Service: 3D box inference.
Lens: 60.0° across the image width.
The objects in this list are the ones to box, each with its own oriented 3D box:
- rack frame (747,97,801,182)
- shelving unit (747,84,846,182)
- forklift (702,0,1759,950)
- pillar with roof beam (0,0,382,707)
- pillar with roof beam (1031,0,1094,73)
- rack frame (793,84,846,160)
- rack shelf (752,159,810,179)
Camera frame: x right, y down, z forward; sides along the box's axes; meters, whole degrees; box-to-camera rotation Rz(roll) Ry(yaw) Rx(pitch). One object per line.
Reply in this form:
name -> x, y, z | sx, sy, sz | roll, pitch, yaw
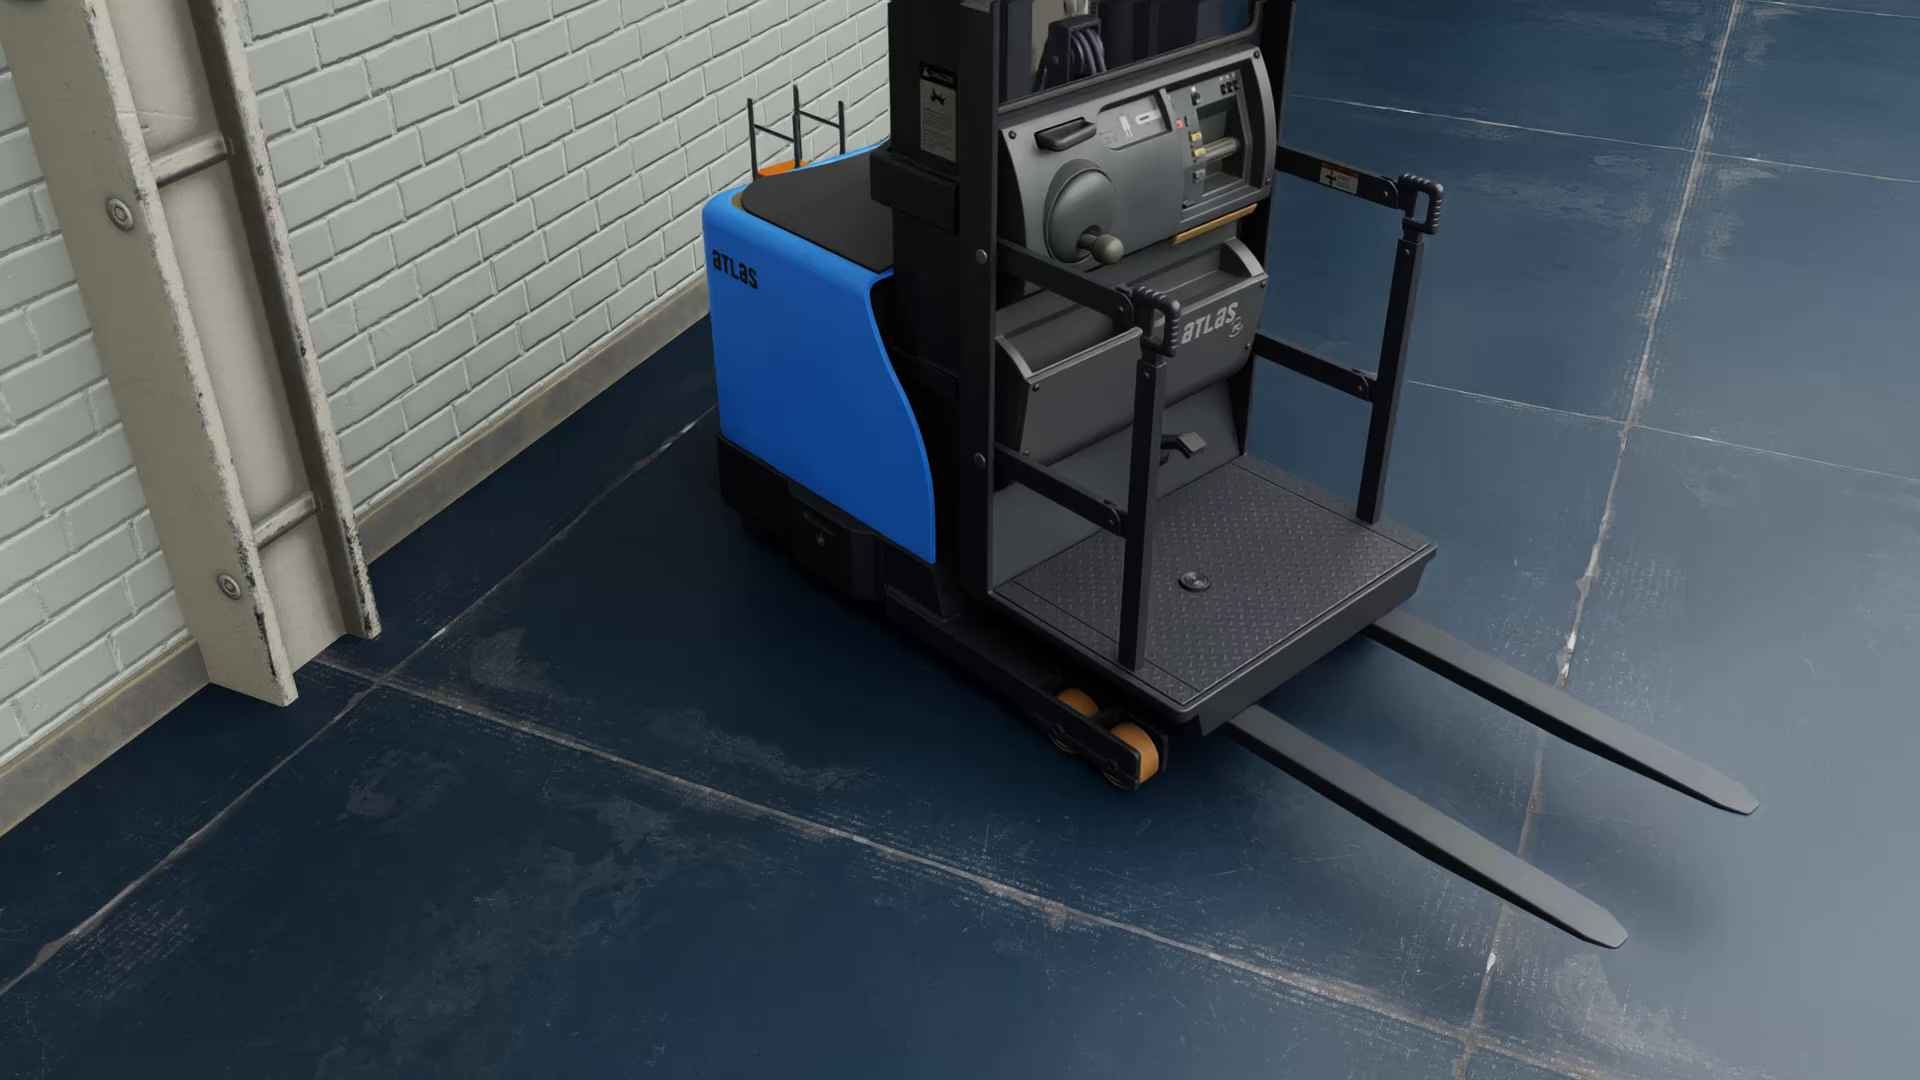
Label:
rack frame -> -0.574, -0.822, 5.409 | 0.006, 1.200, 0.240 | -28, 42, -36
shelving unit -> -0.508, -0.857, 5.462 | 0.189, 1.200, 0.258 | -28, 42, -36
forklift -> 0.604, -0.906, 3.958 | 1.130, 2.935, 3.031 | -27, 42, -35
pillar with roof beam -> 2.005, -2.452, 0.783 | 9.100, 9.000, 0.400 | 14, 36, 20
pillar with roof beam -> 4.515, -5.440, 5.340 | 9.100, 9.000, 0.400 | 14, 36, 20
rack frame -> -0.443, -0.892, 5.515 | 0.006, 1.200, 0.240 | -28, 42, -36
rack shelf -> -0.508, -1.120, 5.289 | 0.180, 0.103, 0.258 | -28, 42, -36
